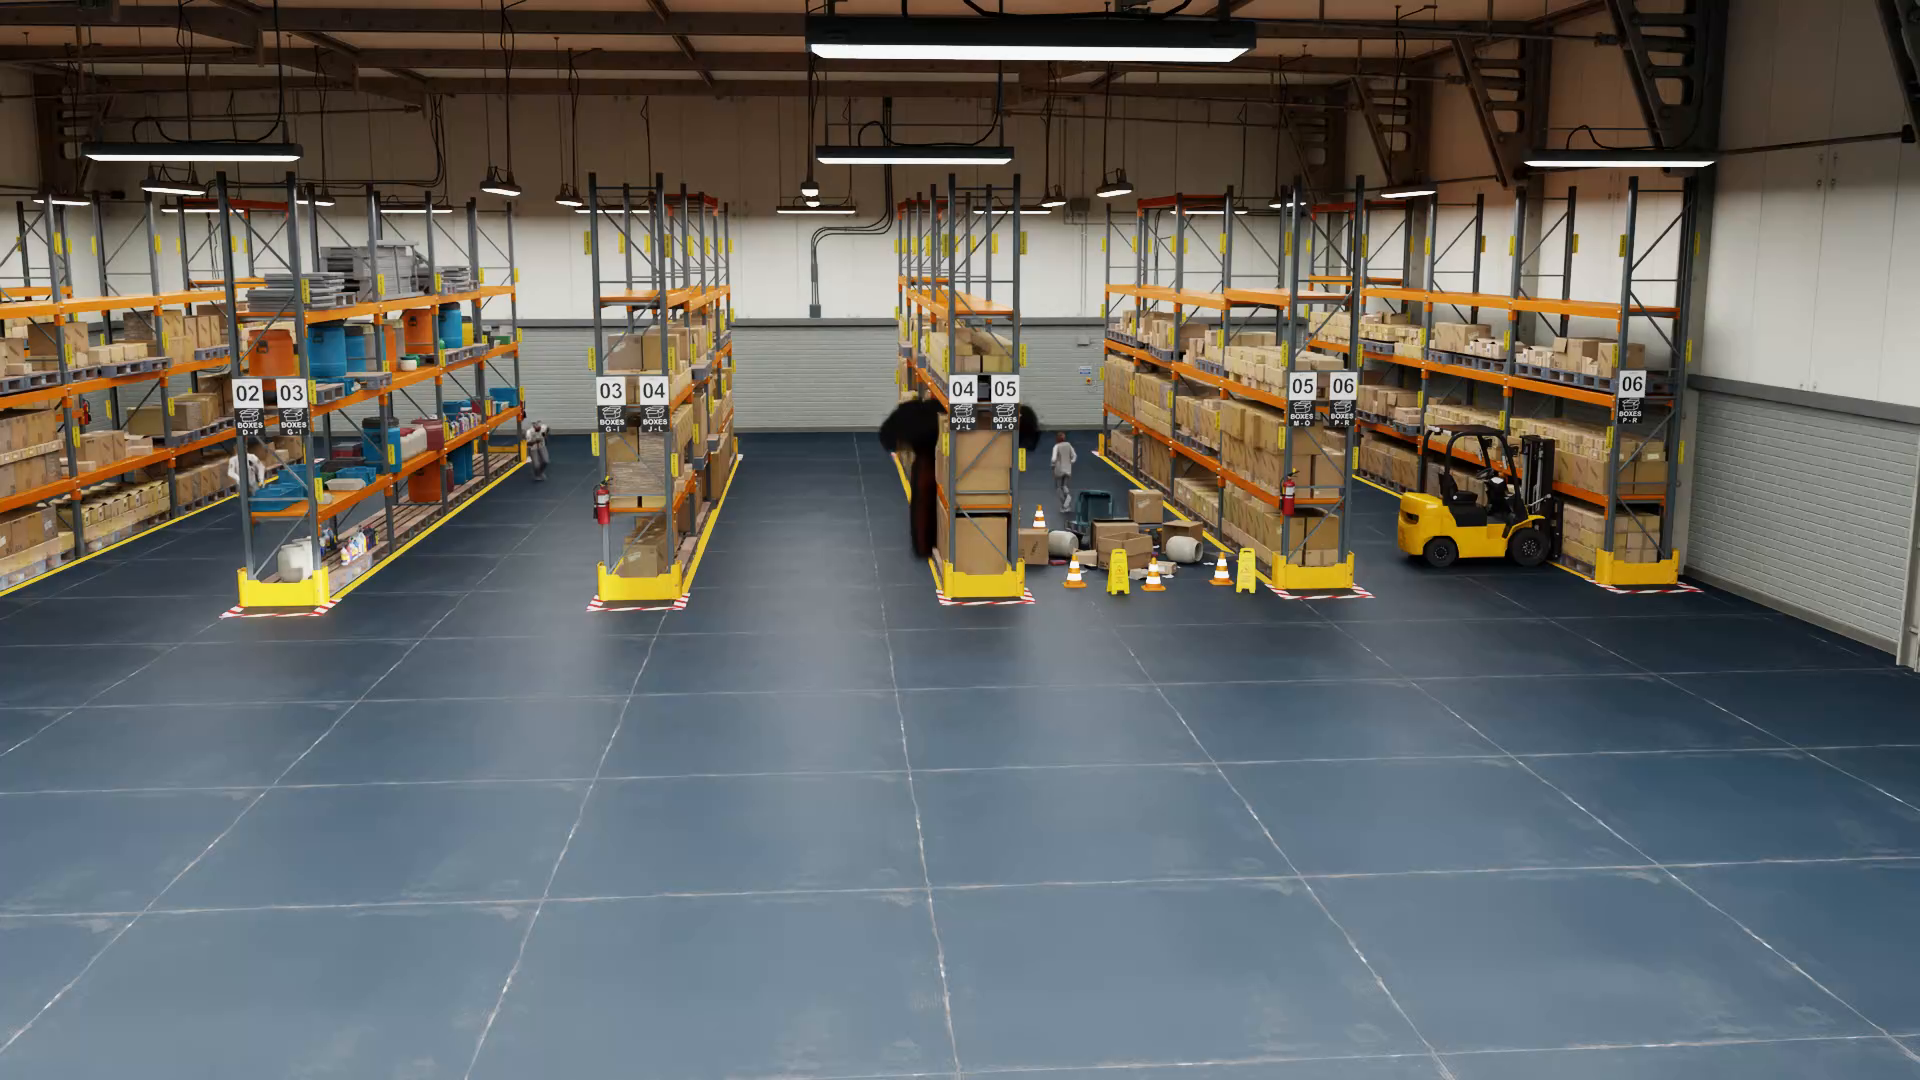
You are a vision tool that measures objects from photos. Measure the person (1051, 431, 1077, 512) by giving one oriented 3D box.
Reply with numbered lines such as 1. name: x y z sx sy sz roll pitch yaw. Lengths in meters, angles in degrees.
1. person: 1.995 -1.287 31.621 0.540 1.539 0.514 -4 11 -20

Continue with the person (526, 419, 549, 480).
1. person: -9.032 -1.934 35.648 0.584 1.374 0.957 -5 11 -28

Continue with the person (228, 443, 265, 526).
1. person: -12.837 -1.012 29.945 0.603 1.572 0.714 -4 11 -22
